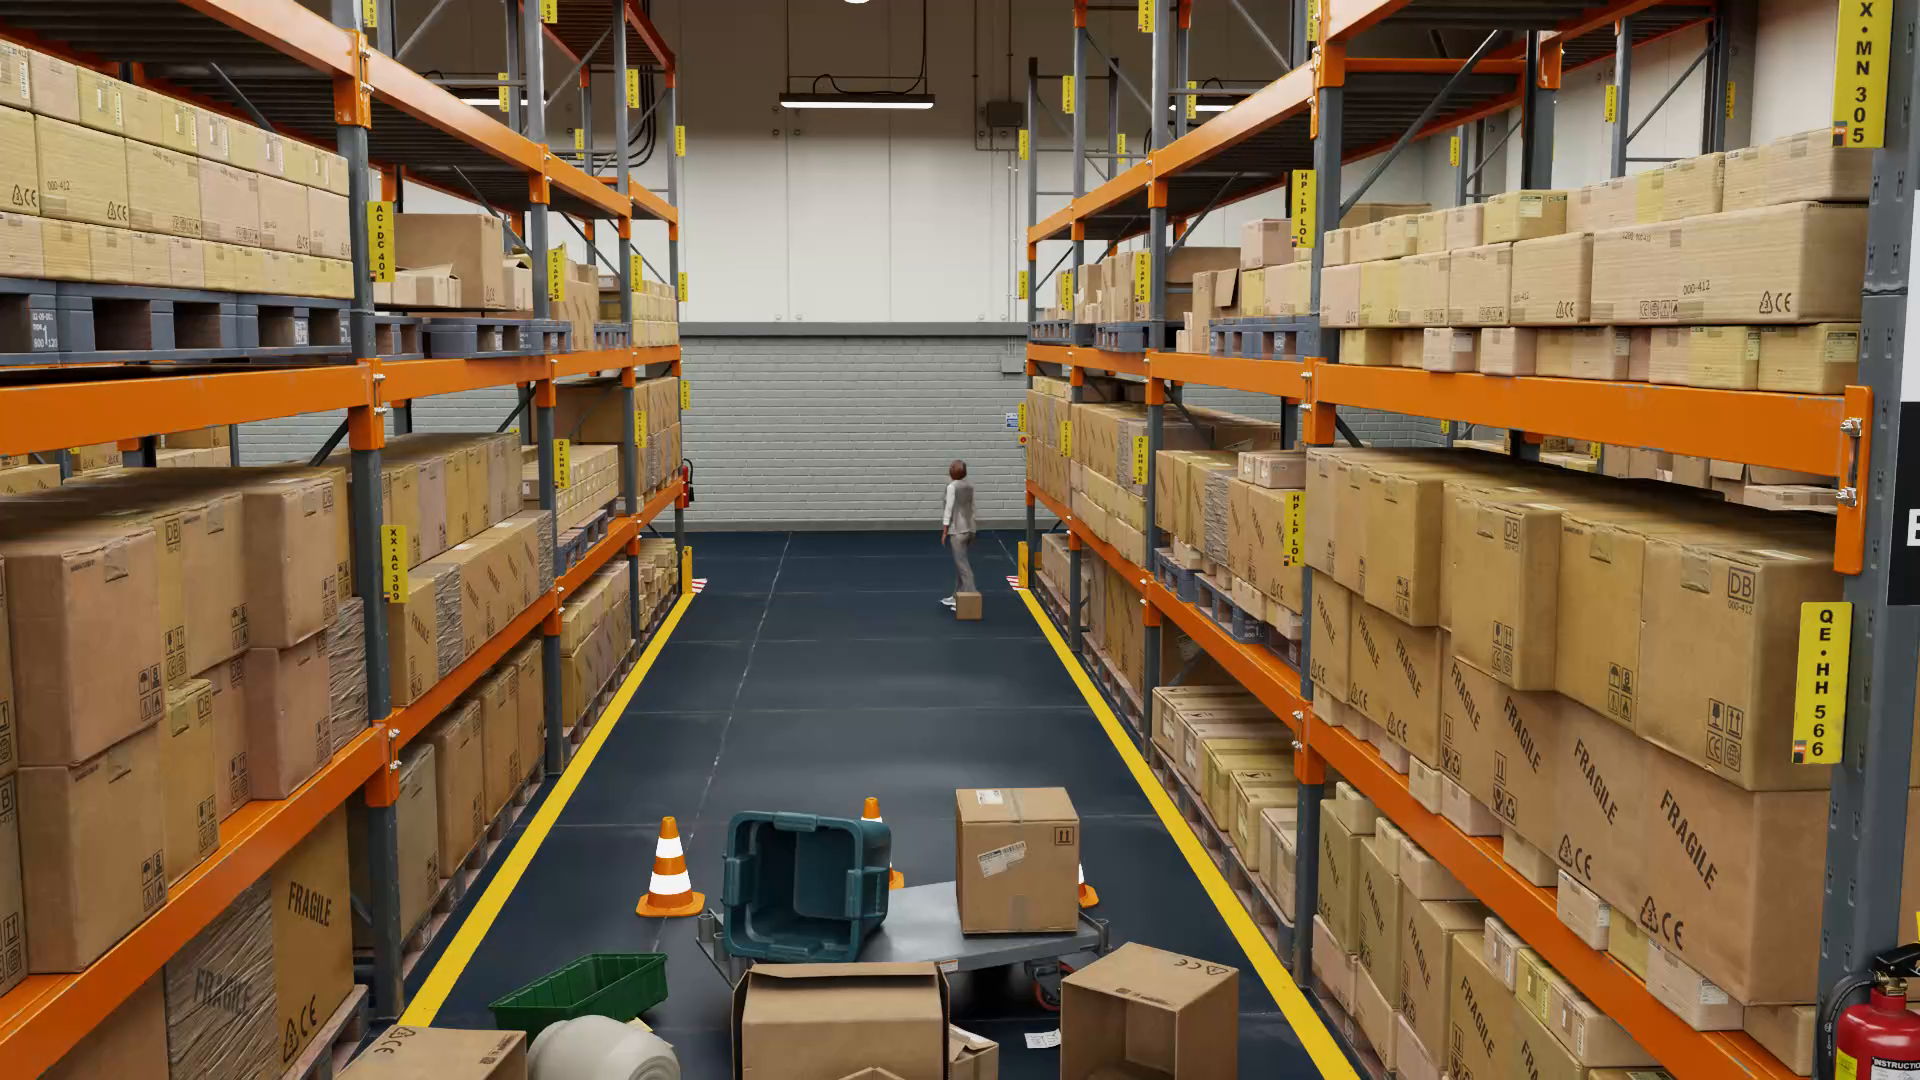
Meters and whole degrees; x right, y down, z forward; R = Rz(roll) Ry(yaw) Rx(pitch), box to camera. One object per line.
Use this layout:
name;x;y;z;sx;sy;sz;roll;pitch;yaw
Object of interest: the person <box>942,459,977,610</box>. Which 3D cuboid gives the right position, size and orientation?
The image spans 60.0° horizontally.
person;-0.017;-0.065;17.653;0.530;1.584;0.496;4;8;32
